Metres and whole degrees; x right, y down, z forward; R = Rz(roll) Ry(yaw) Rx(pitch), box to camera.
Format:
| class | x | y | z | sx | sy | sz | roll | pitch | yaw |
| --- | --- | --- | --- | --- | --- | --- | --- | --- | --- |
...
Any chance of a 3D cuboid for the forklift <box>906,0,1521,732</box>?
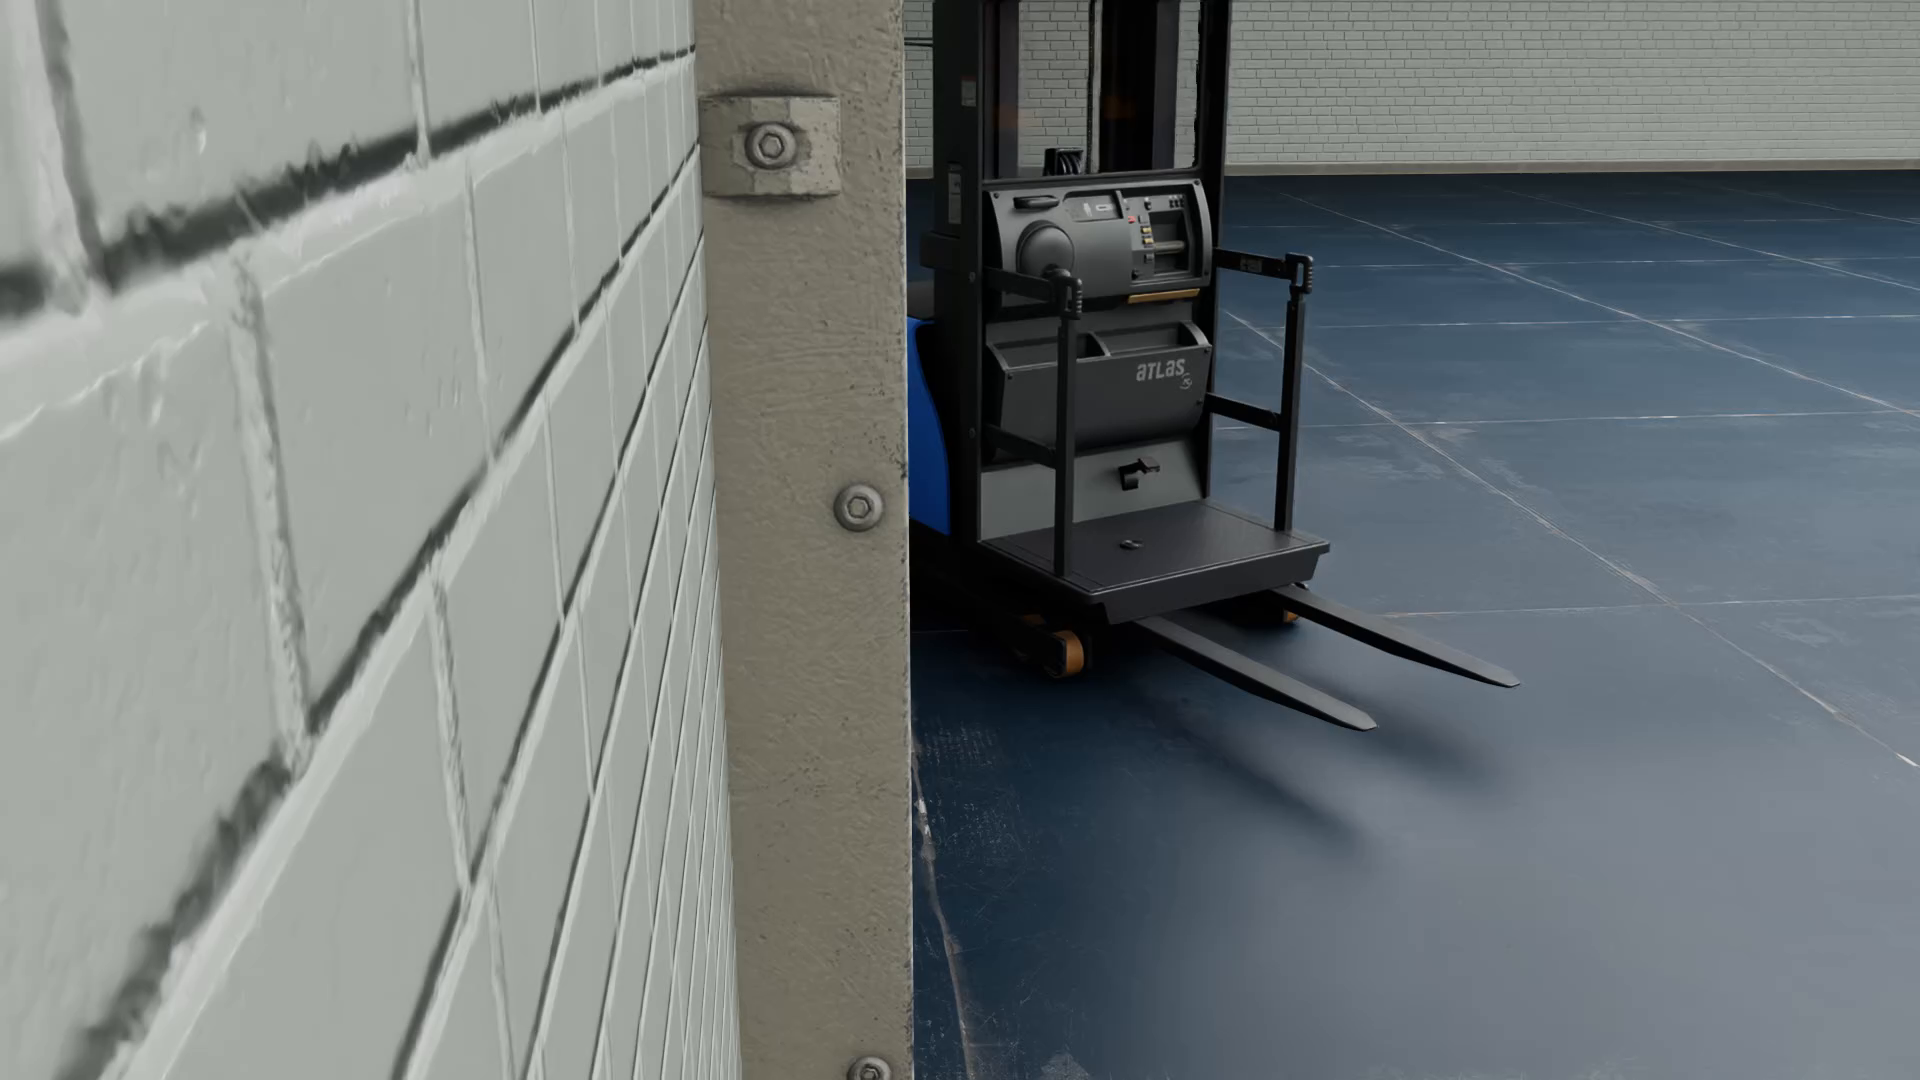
| class | x | y | z | sx | sy | sz | roll | pitch | yaw |
| --- | --- | --- | --- | --- | --- | --- | --- | --- | --- |
| forklift | 0.624 | -1.084 | 5.737 | 1.130 | 2.935 | 3.031 | -11 | 20 | -30 |

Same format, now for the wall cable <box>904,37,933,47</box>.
| class | x | y | z | sx | sy | sz | roll | pitch | yaw |
| --- | --- | --- | --- | --- | --- | --- | --- | --- | --- |
| wall cable | -1.100 | -7.849 | 22.337 | 3.097 | 2.526 | 0.112 | -2 | 18 | -6 |
